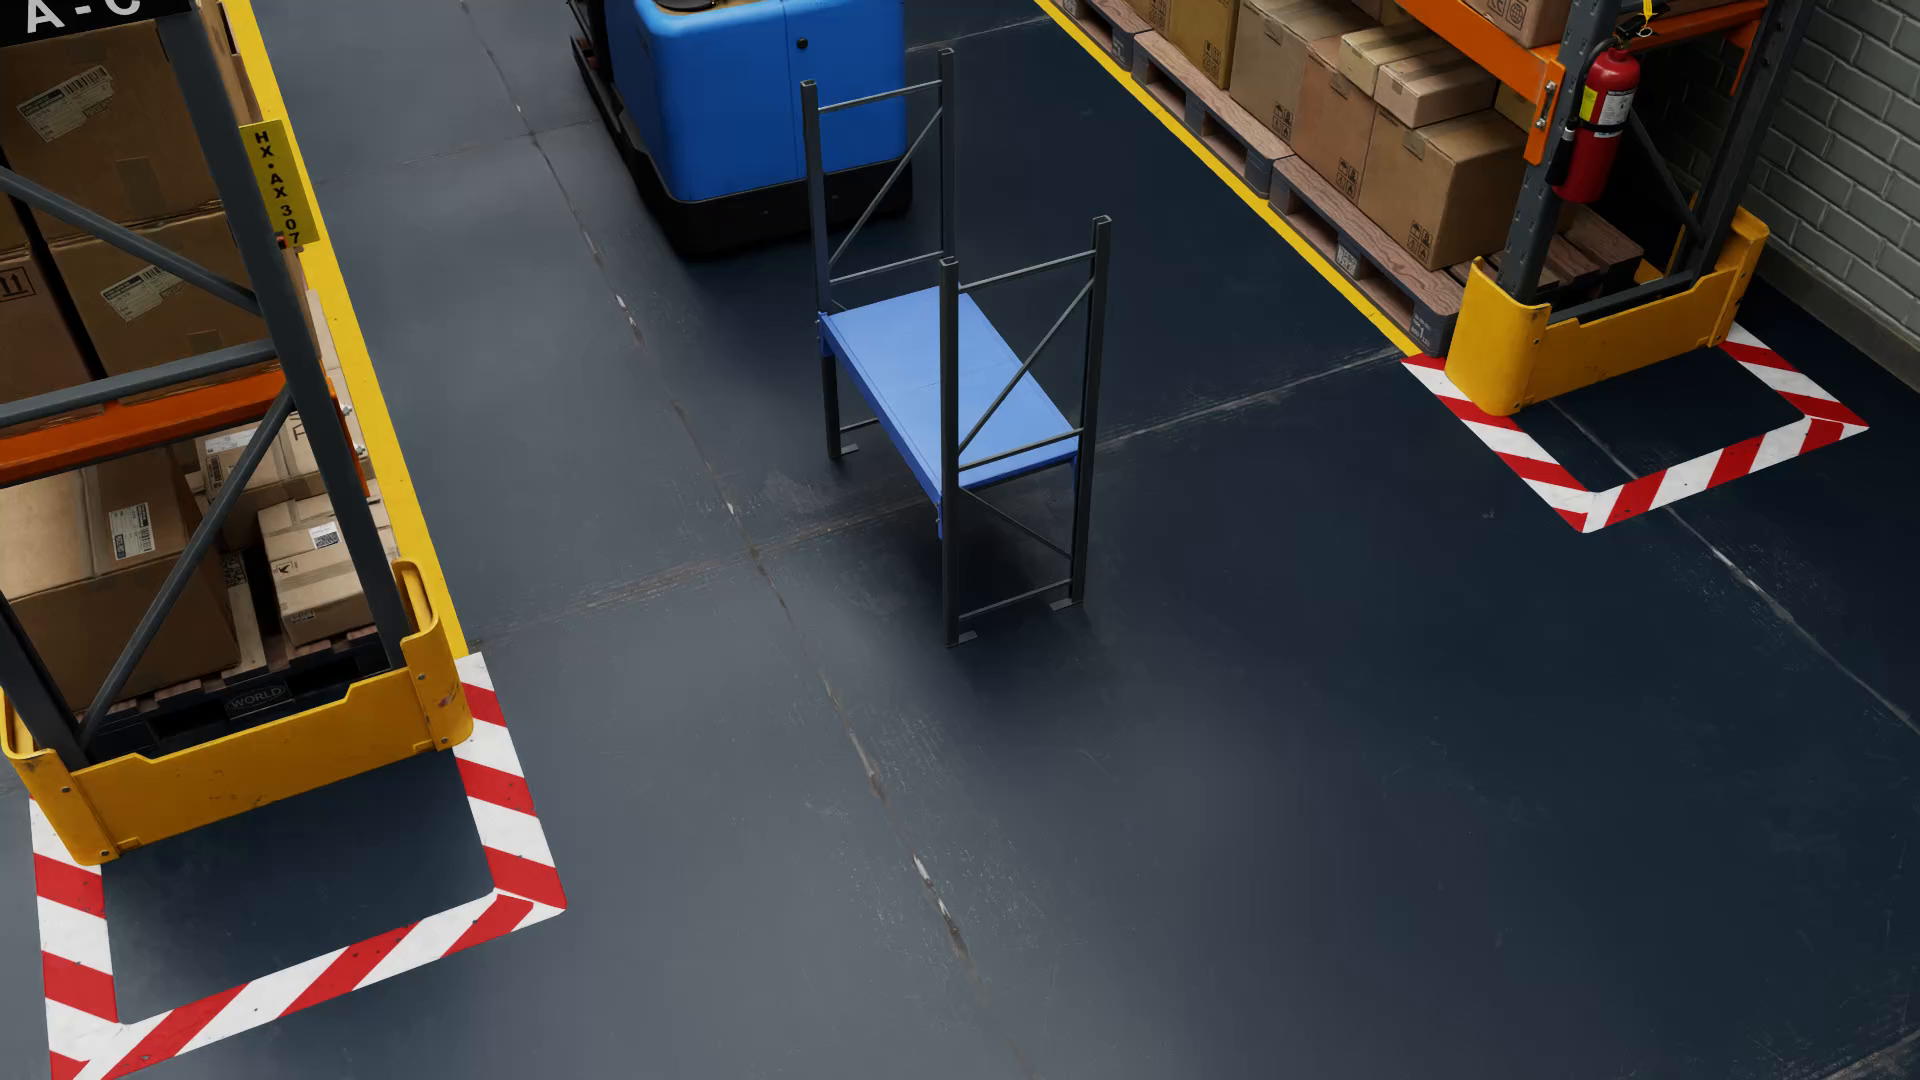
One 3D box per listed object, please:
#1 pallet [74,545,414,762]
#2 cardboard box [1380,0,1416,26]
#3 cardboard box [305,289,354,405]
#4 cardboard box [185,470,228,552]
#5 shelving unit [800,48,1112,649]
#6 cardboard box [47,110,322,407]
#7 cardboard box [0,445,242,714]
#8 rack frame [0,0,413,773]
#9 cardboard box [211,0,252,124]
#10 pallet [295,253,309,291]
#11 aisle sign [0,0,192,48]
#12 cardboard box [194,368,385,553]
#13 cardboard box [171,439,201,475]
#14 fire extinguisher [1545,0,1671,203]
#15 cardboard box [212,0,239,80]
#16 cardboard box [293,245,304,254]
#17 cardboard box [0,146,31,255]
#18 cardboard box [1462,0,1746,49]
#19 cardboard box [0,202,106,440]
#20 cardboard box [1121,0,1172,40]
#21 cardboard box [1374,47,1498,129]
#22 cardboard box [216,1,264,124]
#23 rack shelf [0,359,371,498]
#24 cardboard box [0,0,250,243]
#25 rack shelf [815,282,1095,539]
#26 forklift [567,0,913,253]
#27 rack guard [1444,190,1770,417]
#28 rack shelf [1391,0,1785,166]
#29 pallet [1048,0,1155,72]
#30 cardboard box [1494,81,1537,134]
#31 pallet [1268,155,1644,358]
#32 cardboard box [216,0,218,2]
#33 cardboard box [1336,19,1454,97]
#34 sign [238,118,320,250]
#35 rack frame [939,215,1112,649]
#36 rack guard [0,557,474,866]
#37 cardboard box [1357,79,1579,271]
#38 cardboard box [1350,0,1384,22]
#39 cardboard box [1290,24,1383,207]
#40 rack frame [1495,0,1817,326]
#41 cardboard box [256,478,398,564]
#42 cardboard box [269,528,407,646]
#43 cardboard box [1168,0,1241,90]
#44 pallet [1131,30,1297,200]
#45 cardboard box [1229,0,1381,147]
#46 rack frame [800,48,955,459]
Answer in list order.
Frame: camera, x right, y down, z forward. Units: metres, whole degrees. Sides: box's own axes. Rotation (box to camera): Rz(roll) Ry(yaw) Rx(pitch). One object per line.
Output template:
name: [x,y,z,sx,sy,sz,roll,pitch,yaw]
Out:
pallet: [-2.426,0.091,5.507,1.003,0.211,1.213,-18,47,-17]
cardboard box: [1.966,-2.179,6.842,0.380,0.149,0.250,-18,47,-17]
cardboard box: [-2.449,-0.591,5.857,0.500,0.250,0.500,-18,47,-17]
cardboard box: [-2.598,-0.052,5.371,0.380,0.166,0.250,-18,47,-17]
shelving unit: [-0.036,-0.588,5.278,0.538,1.500,1.048,-18,47,-17]
cardboard box: [-2.005,-0.741,4.295,0.500,0.500,0.500,-17,47,-17]
cardboard box: [-2.510,0.114,4.965,0.500,0.500,0.500,-18,47,-17]
rack frame: [-2.057,-0.345,3.964,1.000,3.000,0.127,-18,47,-17]
cardboard box: [-2.435,-1.389,4.951,0.500,0.500,0.500,-18,47,-18]
pallet: [-2.935,-0.685,6.294,1.003,0.211,1.213,-18,47,-17]
aisle sign: [-1.762,-1.314,3.095,0.394,0.787,0.004,-18,47,-17]
cardboard box: [-2.239,-0.272,5.534,0.500,0.250,0.500,-18,47,-17]
cardboard box: [-2.882,-0.411,5.675,0.500,0.250,0.500,-18,47,-17]
fire extinguisher: [2.080,-1.418,5.372,0.296,0.674,0.183,-18,47,-17]
cardboard box: [-2.644,-1.708,5.274,0.500,0.500,0.500,-17,47,-17]
cardboard box: [-2.927,-1.336,6.570,0.500,0.311,0.500,-18,47,-17]
cardboard box: [-2.494,-0.939,3.783,0.500,0.500,0.500,-18,48,-18]
cardboard box: [2.212,-2.239,5.670,0.980,0.700,0.700,-16,47,-16]
cardboard box: [-2.493,-0.586,4.137,0.500,0.500,0.500,-17,47,-16]
cardboard box: [1.183,-2.791,7.924,0.700,0.500,0.500,-18,48,-18]
cardboard box: [1.831,-1.746,6.402,0.380,0.149,0.250,-19,48,-18]
cardboard box: [-3.242,-1.882,6.988,0.500,0.500,0.500,-18,47,-17]
rack shelf: [-2.898,-1.364,5.509,1.077,0.370,4.000,-18,47,-17]
cardboard box: [-2.005,-1.097,3.943,0.500,0.500,0.500,-17,47,-16]
rack shelf: [-0.036,-0.460,5.405,0.538,0.185,1.000,-18,47,-17]
forklift: [-1.223,-3.276,6.983,1.130,2.935,3.031,-16,47,-15]
rack guard: [2.446,-0.905,6.312,1.175,0.500,0.348,-18,47,-17]
rack shelf: [1.594,-2.829,6.994,1.077,0.370,4.000,-18,47,-17]
pallet: [1.002,-2.859,8.497,1.003,0.211,1.213,-18,47,-17]
cardboard box: [2.284,-1.697,6.353,0.380,0.149,0.250,-18,47,-17]
pallet: [2.028,-1.304,6.922,1.003,0.211,1.213,-18,47,-17]
cardboard box: [-3.722,-2.541,7.656,0.500,0.500,0.500,-20,48,-19]
cardboard box: [1.723,-1.908,6.567,0.380,0.149,0.250,-17,47,-16]
sign: [-1.565,-0.814,3.823,0.100,0.325,0.005,-18,47,-17]
rack frame: [0.178,-0.264,4.950,0.500,1.500,0.032,-18,47,-17]
rack guard: [-2.089,0.496,4.891,1.175,0.500,0.348,-18,47,-17]
cardboard box: [2.050,-1.487,6.602,0.700,0.500,0.500,-18,47,-17]
cardboard box: [1.858,-2.341,7.006,0.380,0.149,0.250,-17,47,-17]
cardboard box: [1.840,-1.806,6.925,0.700,0.500,0.500,-18,47,-18]
rack frame: [2.435,-1.810,5.449,1.000,3.000,0.127,-18,47,-17]
cardboard box: [-2.027,-0.021,5.340,0.380,0.166,0.250,-18,47,-17]
cardboard box: [-1.922,0.145,5.184,0.380,0.149,0.250,-18,47,-17]
cardboard box: [1.397,-2.463,7.592,0.700,0.500,0.500,-17,47,-16]
pallet: [1.519,-2.081,7.708,1.003,0.211,1.213,-18,47,-17]
cardboard box: [1.628,-2.126,7.250,0.700,0.500,0.500,-19,48,-19]
rack frame: [-0.250,-0.912,5.607,0.500,1.500,0.032,-18,47,-17]
